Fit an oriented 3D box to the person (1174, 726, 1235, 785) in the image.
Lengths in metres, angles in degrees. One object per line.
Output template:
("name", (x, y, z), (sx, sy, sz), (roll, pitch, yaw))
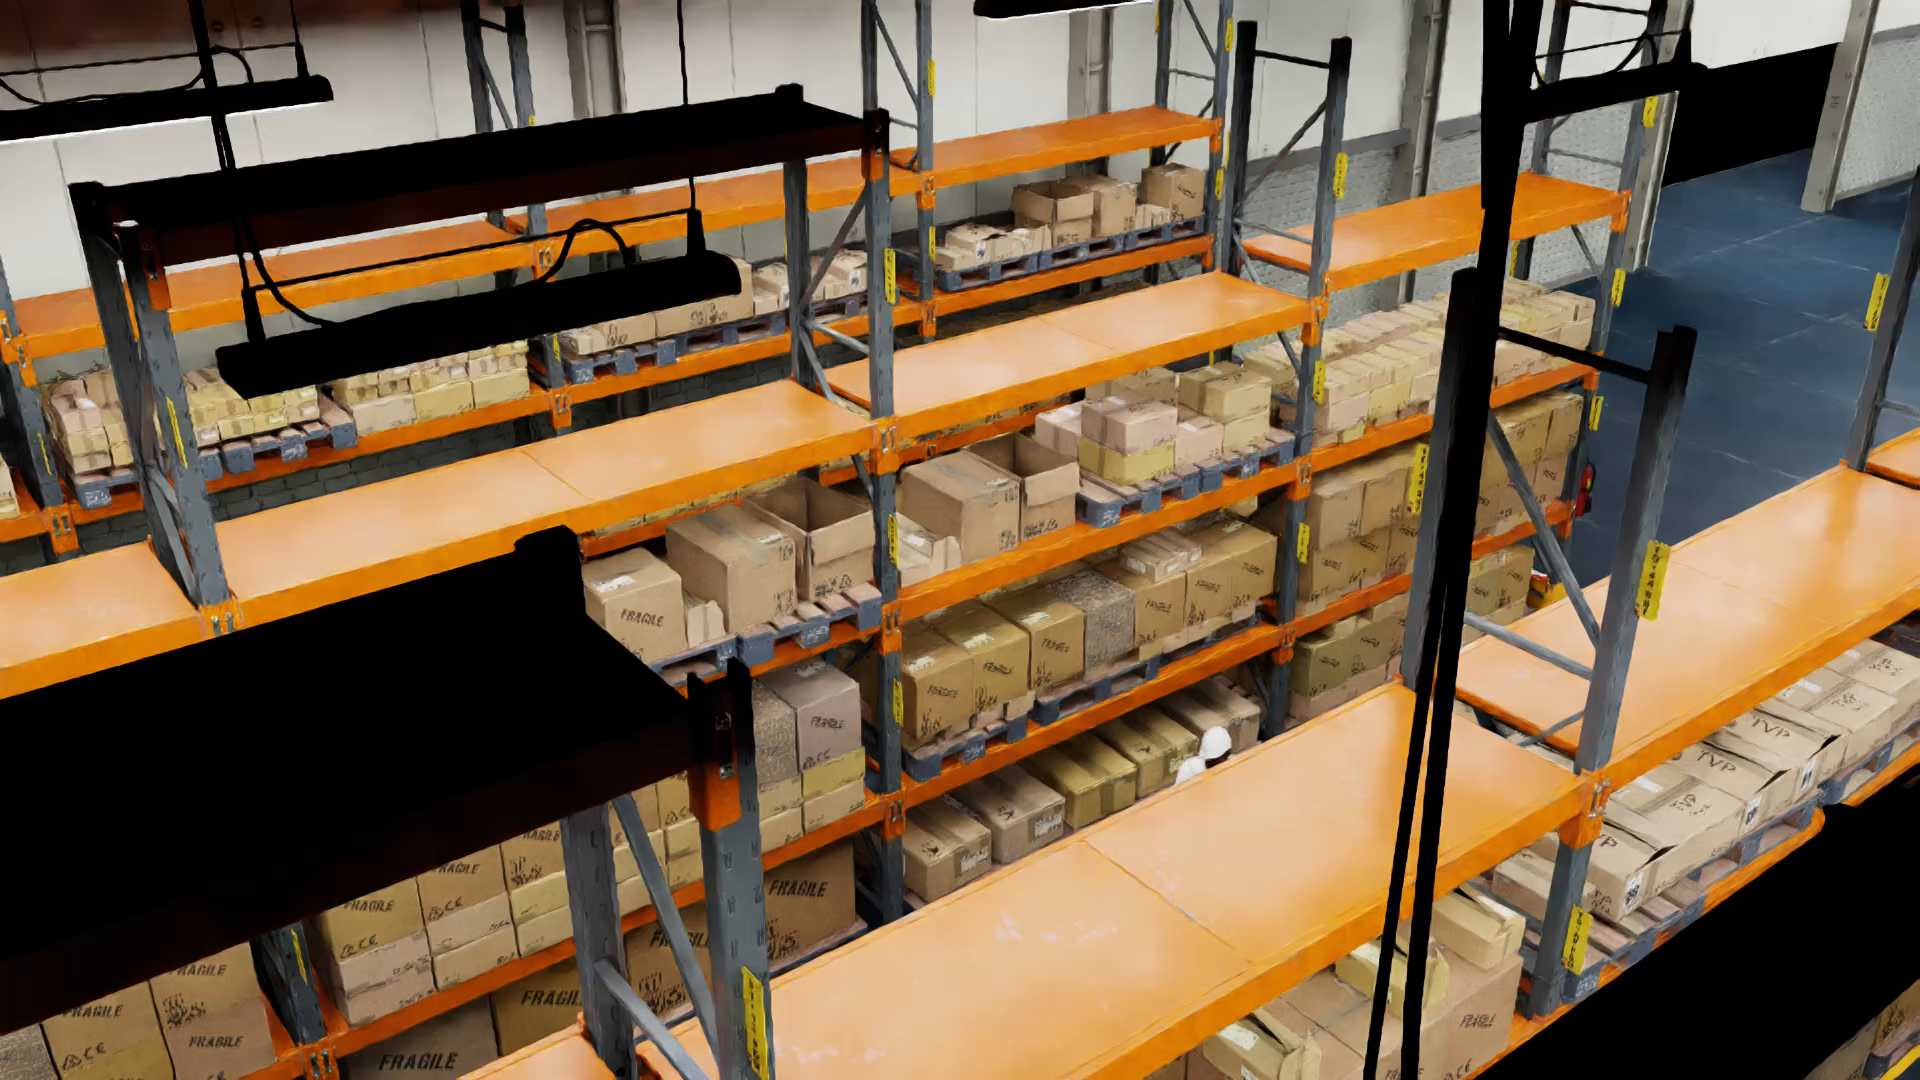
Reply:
("person", (1.764, 2.107, 11.773), (0.671, 1.763, 0.581), (-5, 27, -10))
